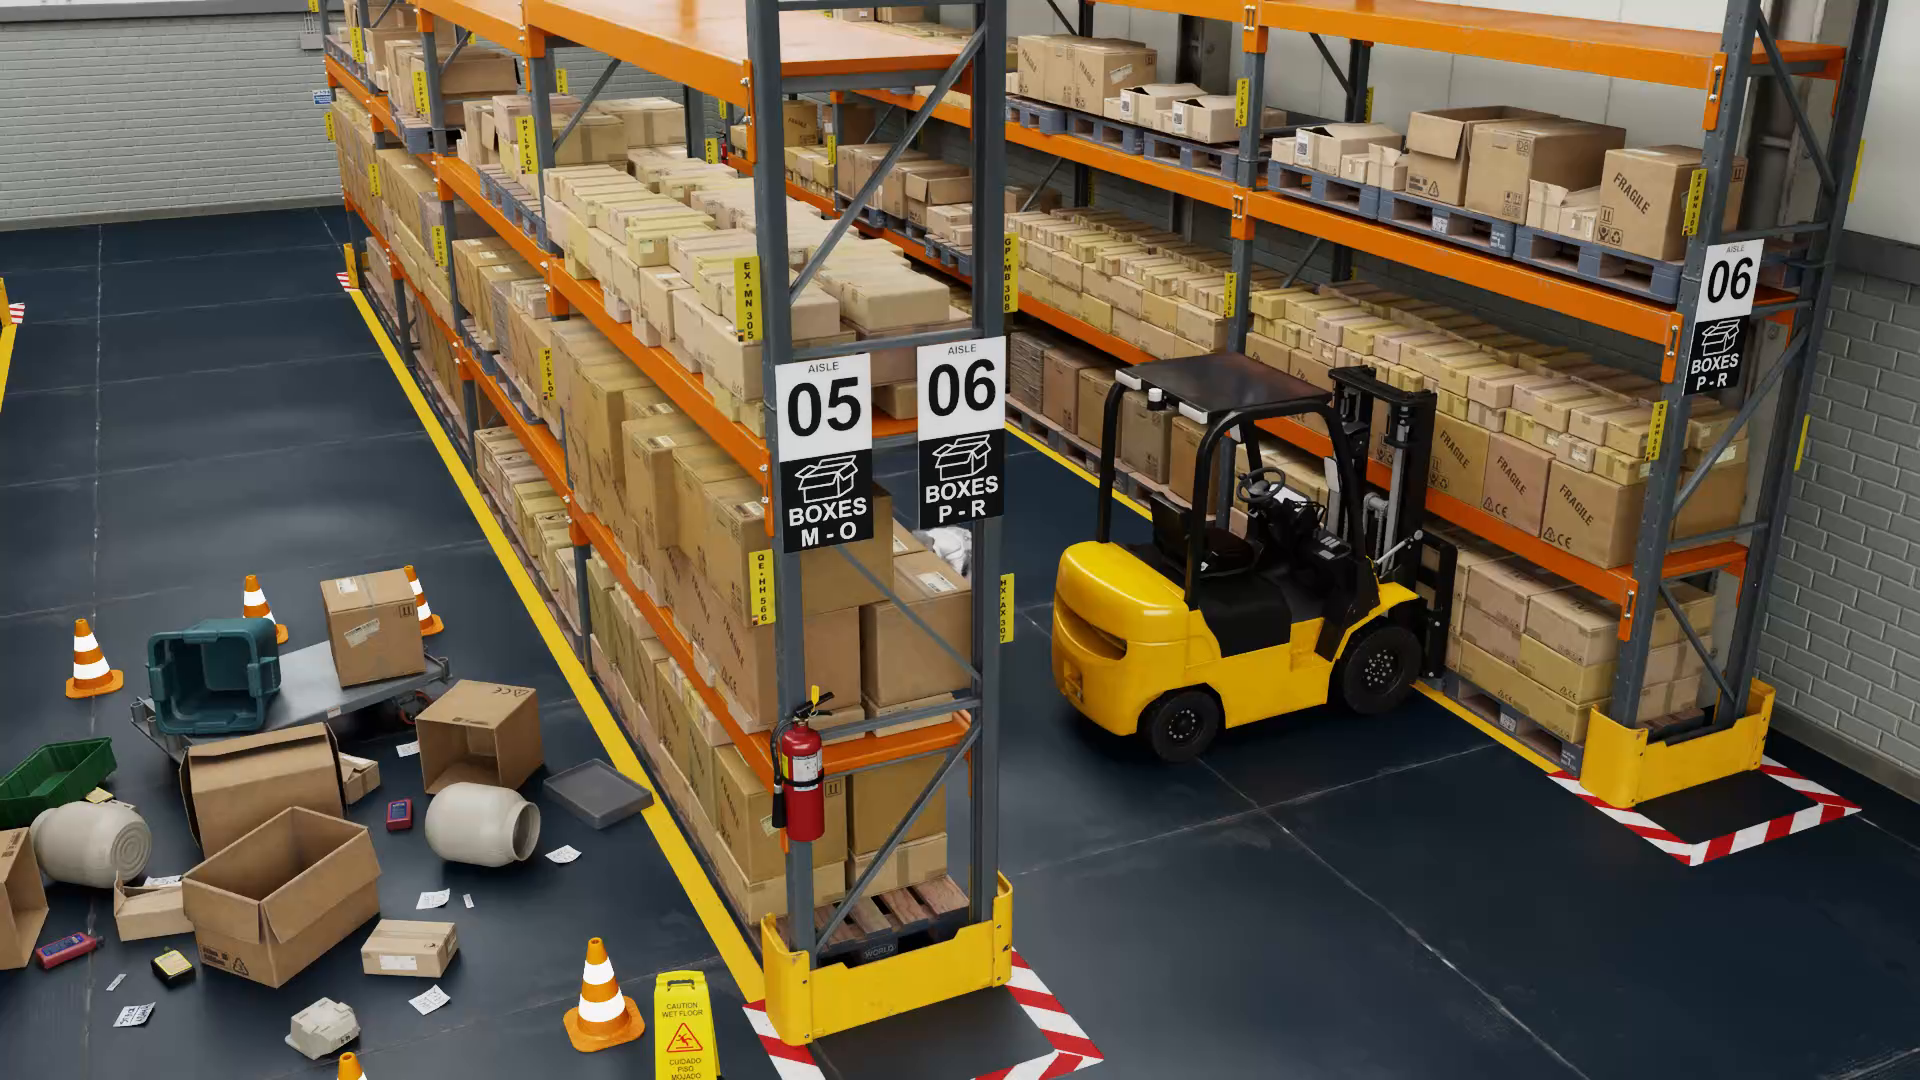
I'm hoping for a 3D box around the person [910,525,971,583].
[{"bbox_3d":[-0.119,0.309,11.158,0.467,0.978,0.893,14,26,30],"label":"person"}]
